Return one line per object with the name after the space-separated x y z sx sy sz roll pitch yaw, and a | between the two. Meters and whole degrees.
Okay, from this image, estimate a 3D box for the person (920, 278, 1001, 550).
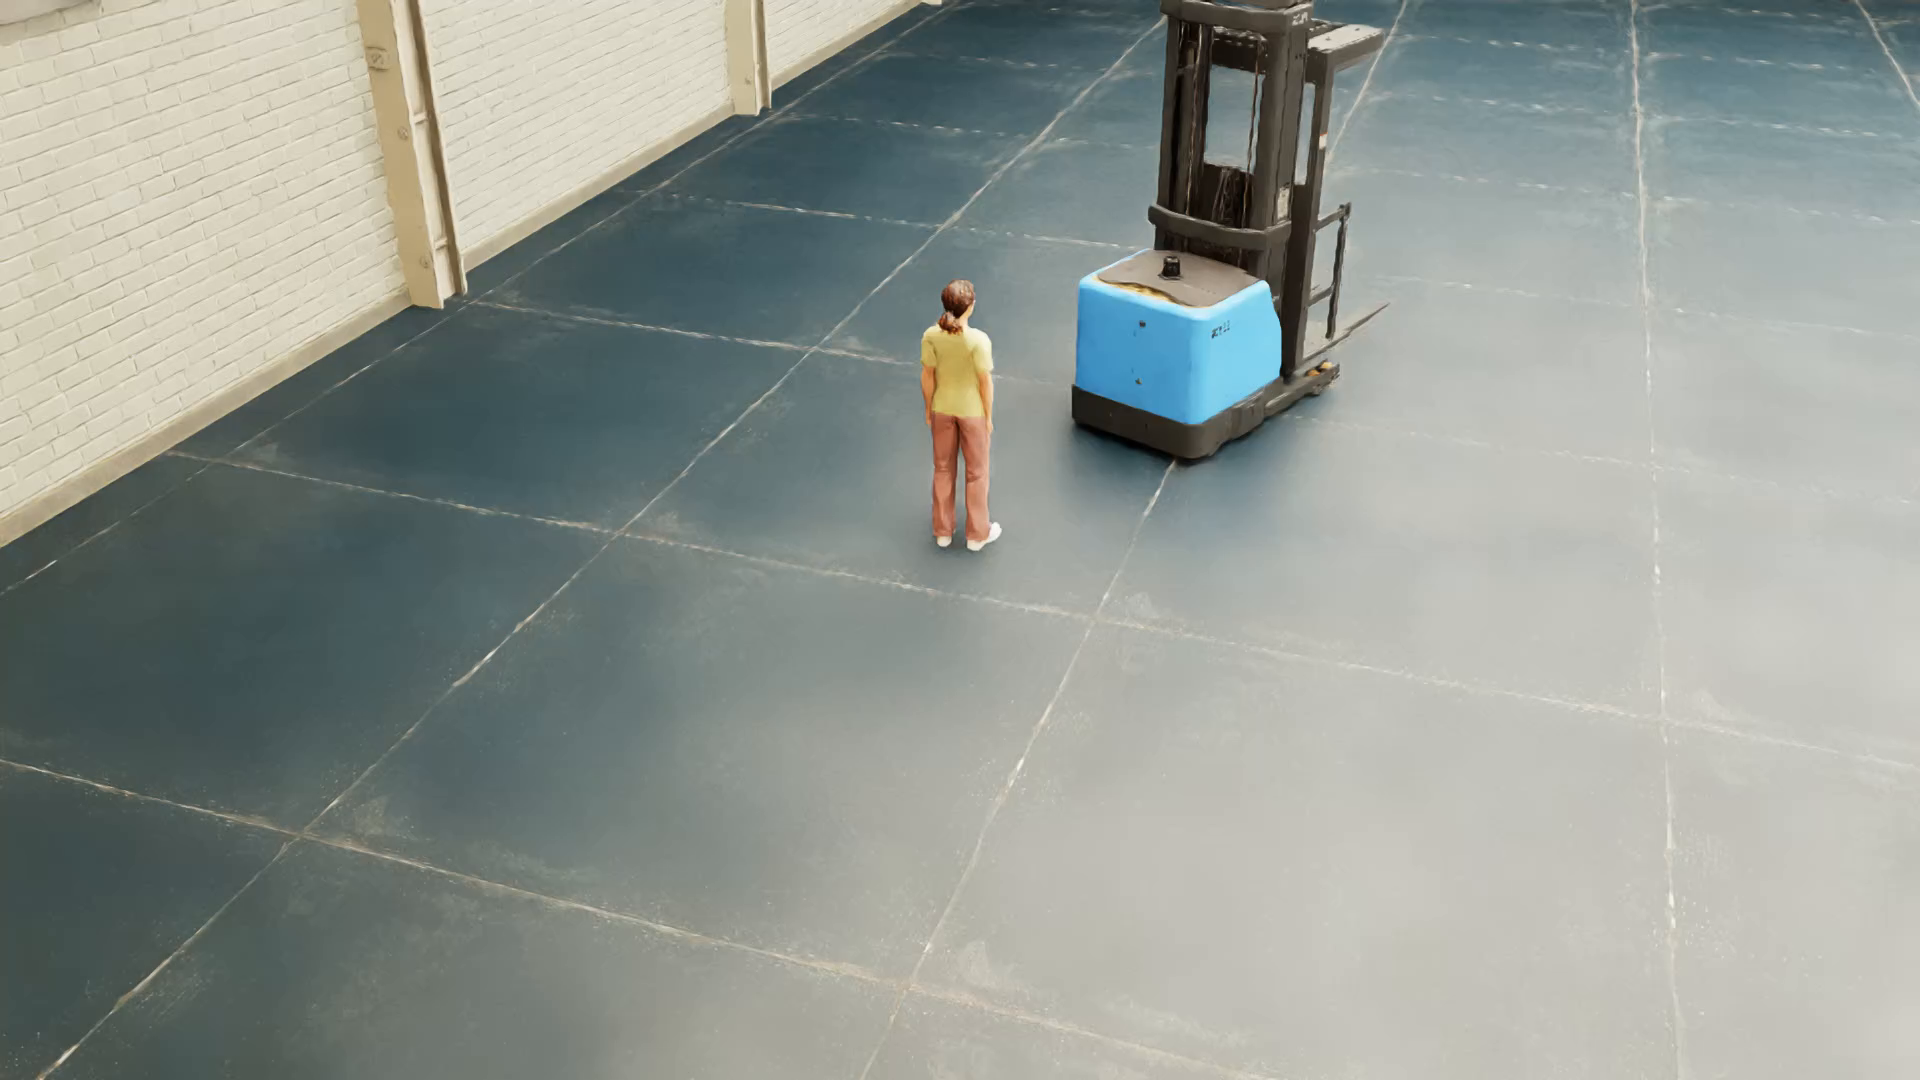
0.001 -0.731 9.690 0.429 1.673 0.365 10 31 16 | person

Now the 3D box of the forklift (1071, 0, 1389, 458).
2.101 -2.467 11.464 1.130 2.935 3.031 23 37 34 | forklift
